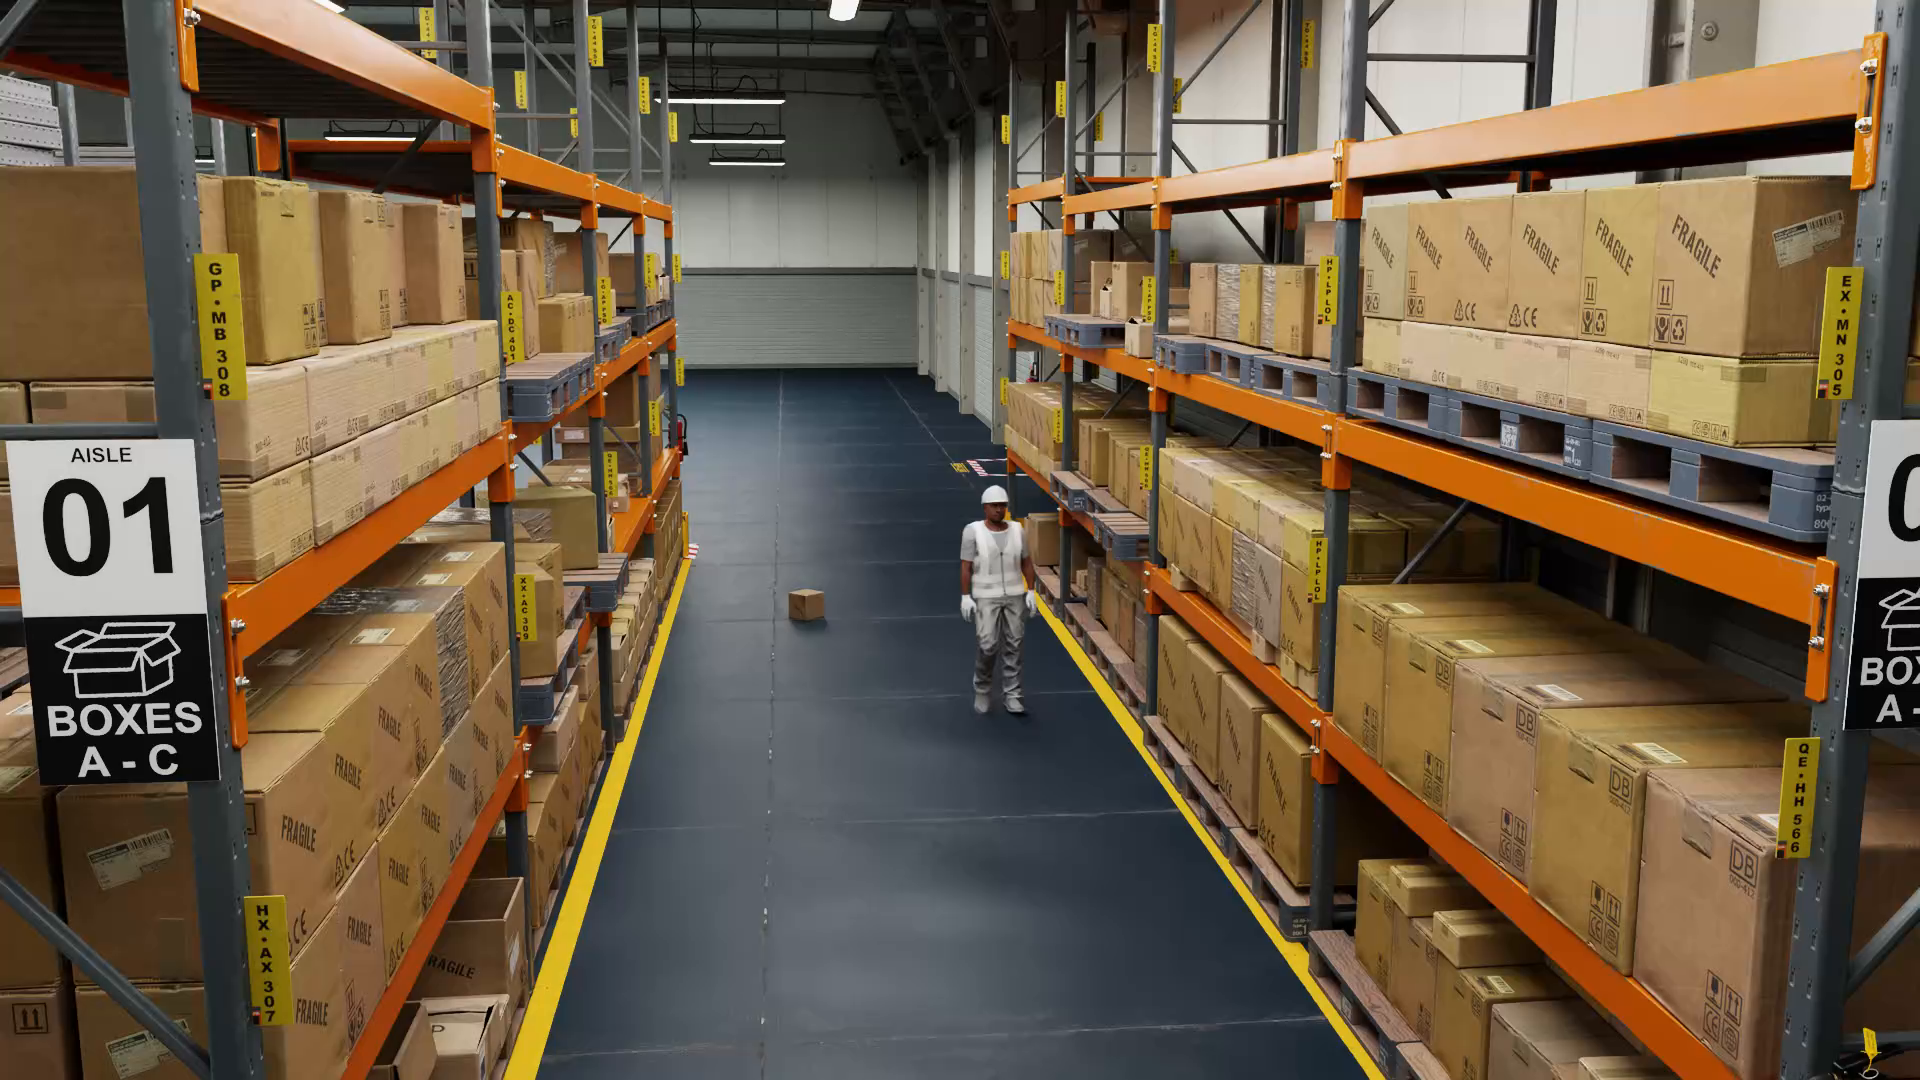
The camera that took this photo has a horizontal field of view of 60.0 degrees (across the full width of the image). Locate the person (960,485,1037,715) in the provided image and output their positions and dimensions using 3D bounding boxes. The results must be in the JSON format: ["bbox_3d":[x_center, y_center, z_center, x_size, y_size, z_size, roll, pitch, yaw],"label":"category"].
[{"bbox_3d":[0.313,0.478,13.064,0.594,1.812,0.453,-3,10,-17],"label":"person"}]
